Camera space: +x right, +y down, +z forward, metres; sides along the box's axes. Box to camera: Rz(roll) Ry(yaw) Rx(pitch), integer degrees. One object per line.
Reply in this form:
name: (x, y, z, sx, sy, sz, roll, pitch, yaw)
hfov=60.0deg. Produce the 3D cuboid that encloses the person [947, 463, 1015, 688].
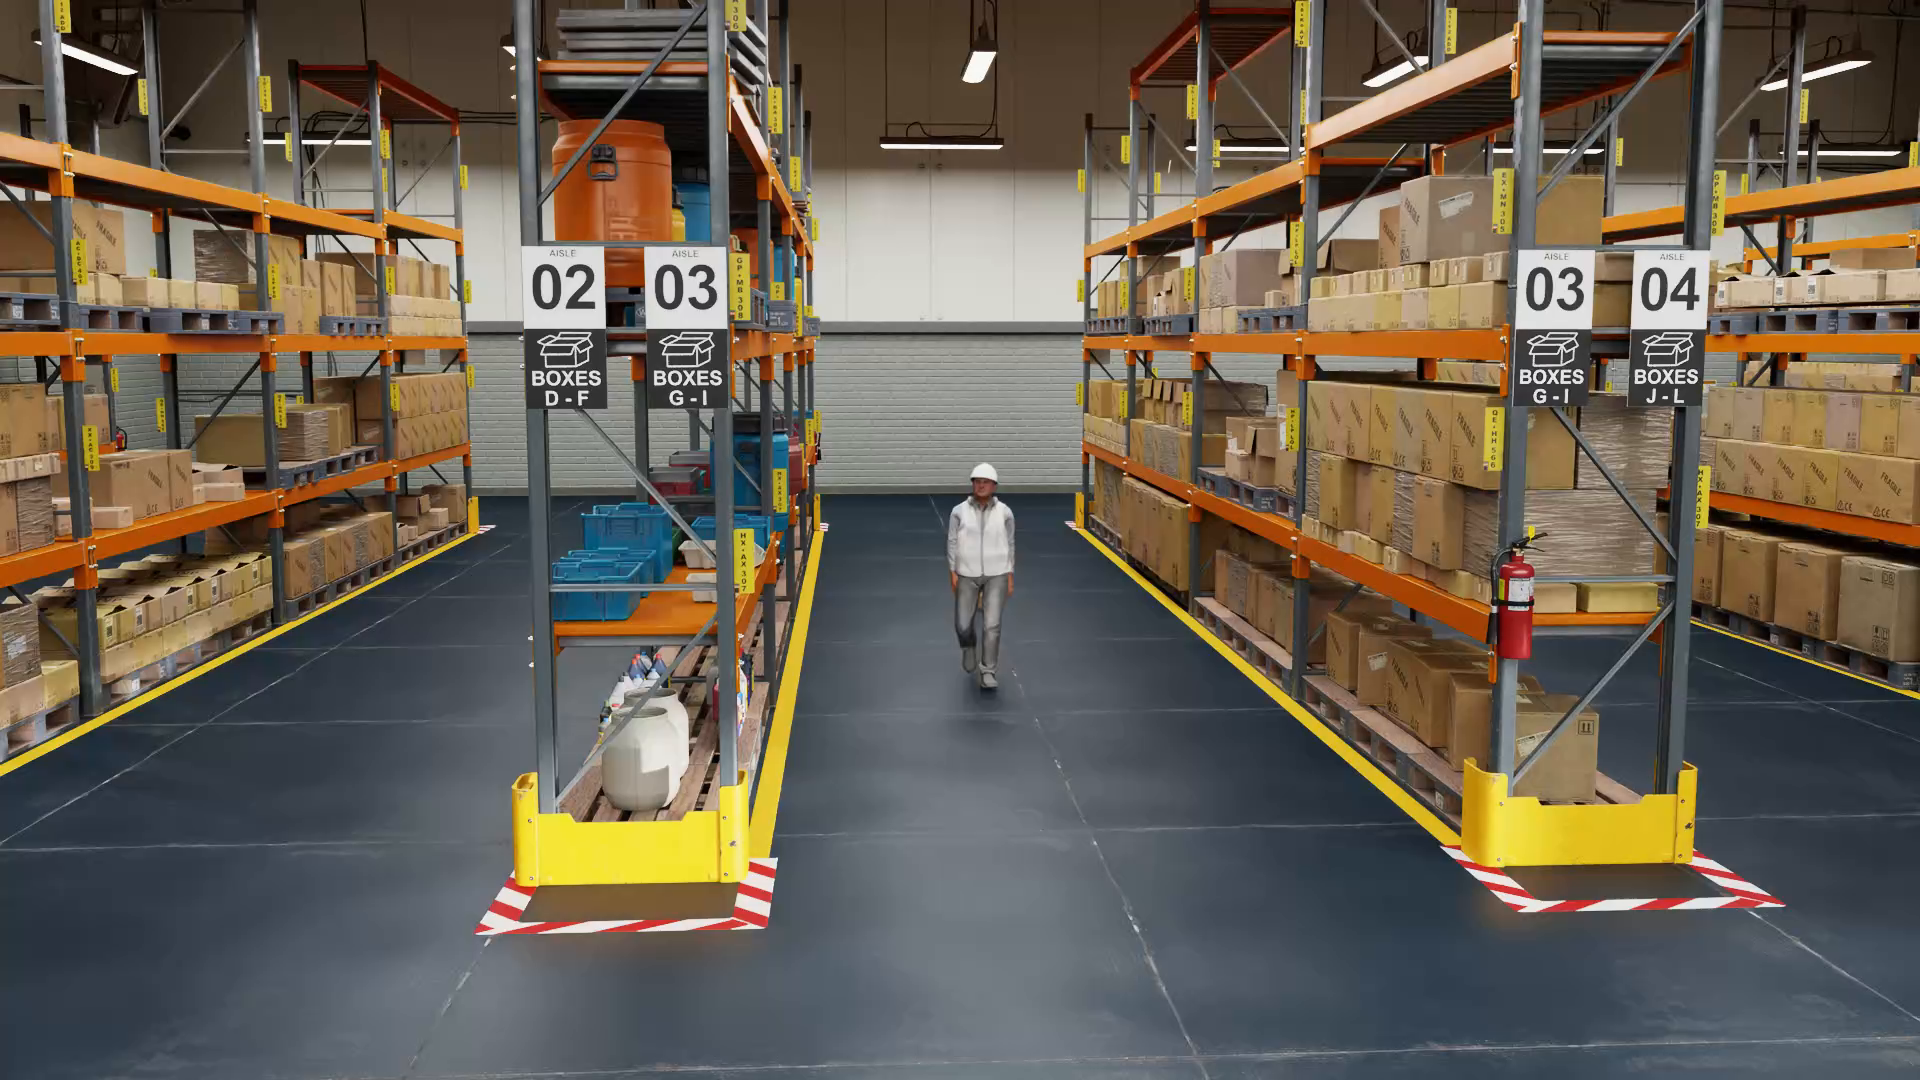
person: (0.169, 0.270, 13.236, 0.541, 1.755, 0.641, 0, 7, 0)
